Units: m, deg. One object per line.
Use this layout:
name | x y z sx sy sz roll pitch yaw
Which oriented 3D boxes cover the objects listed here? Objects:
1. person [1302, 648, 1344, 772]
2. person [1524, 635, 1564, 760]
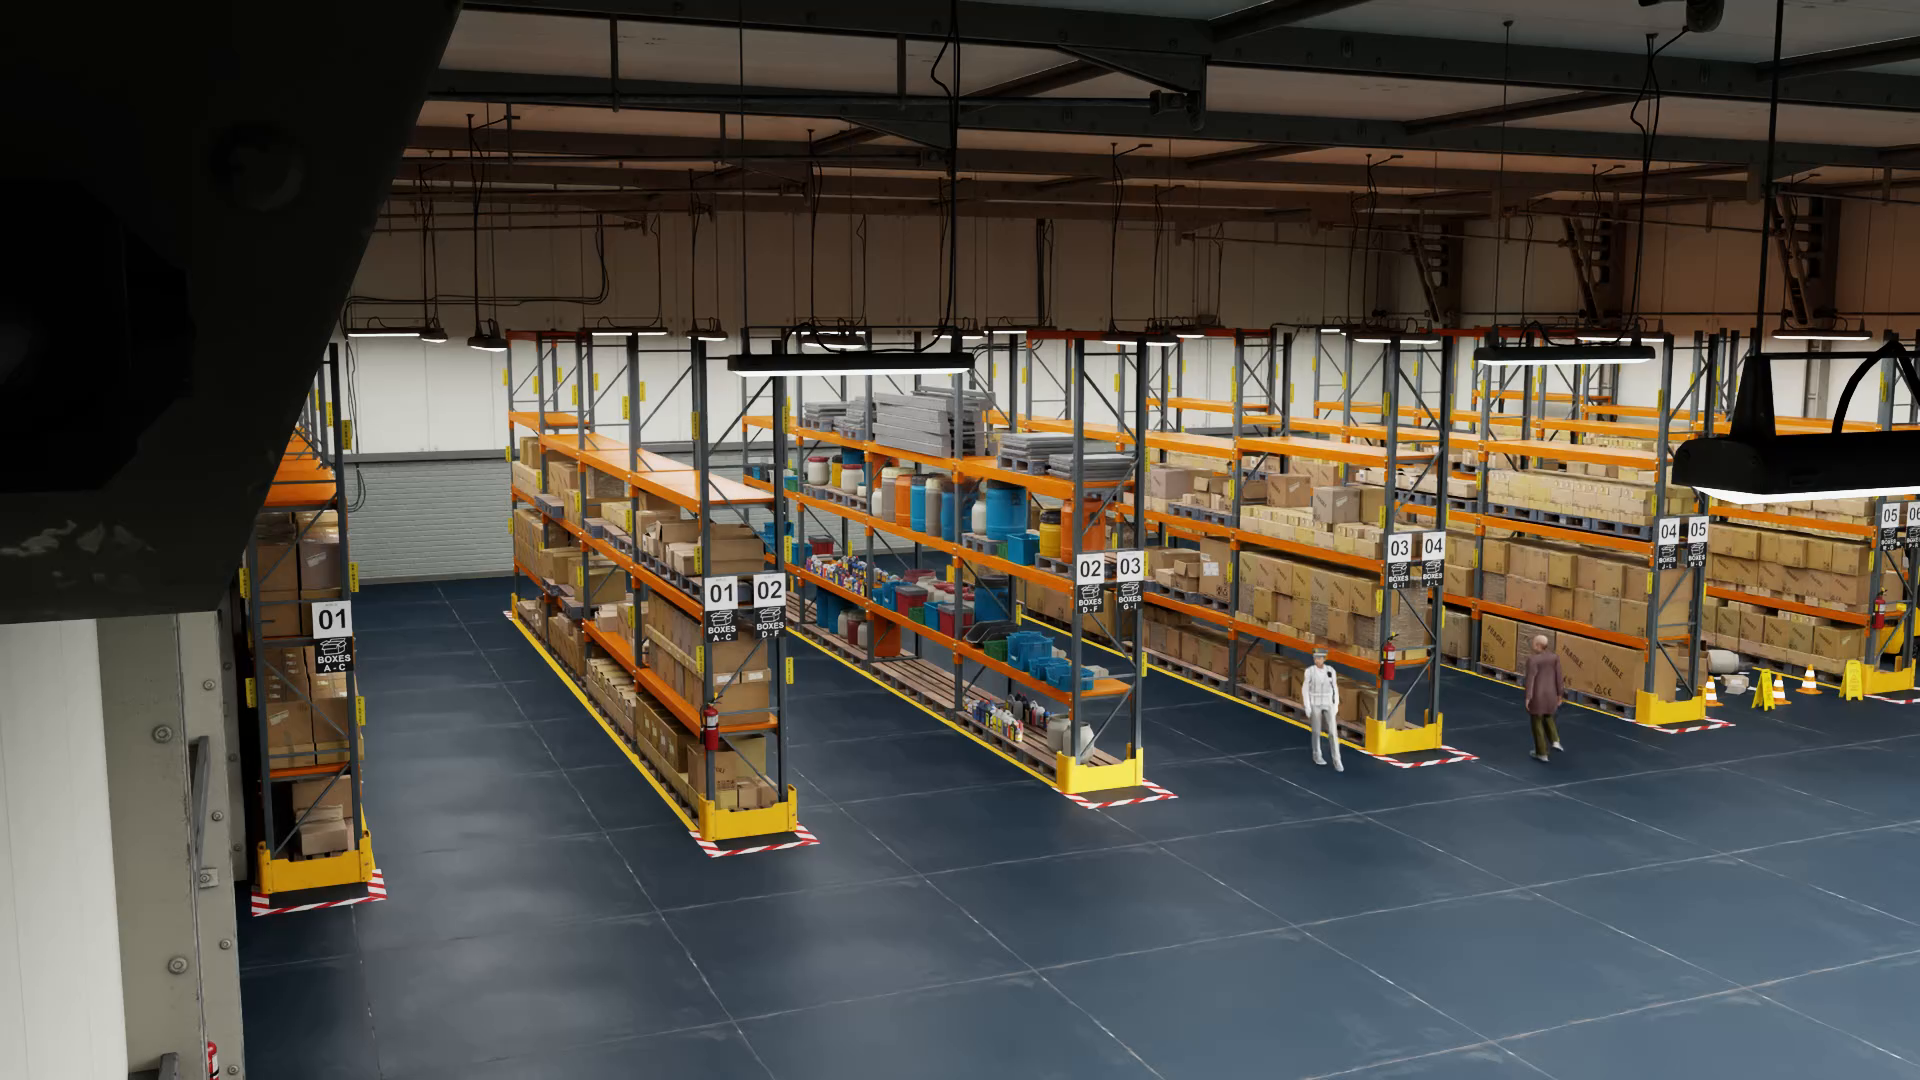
person | 5.087 2.365 23.280 0.588 1.715 0.561 1 8 6
person | 8.307 2.240 23.654 0.617 1.770 0.571 -1 8 -10
